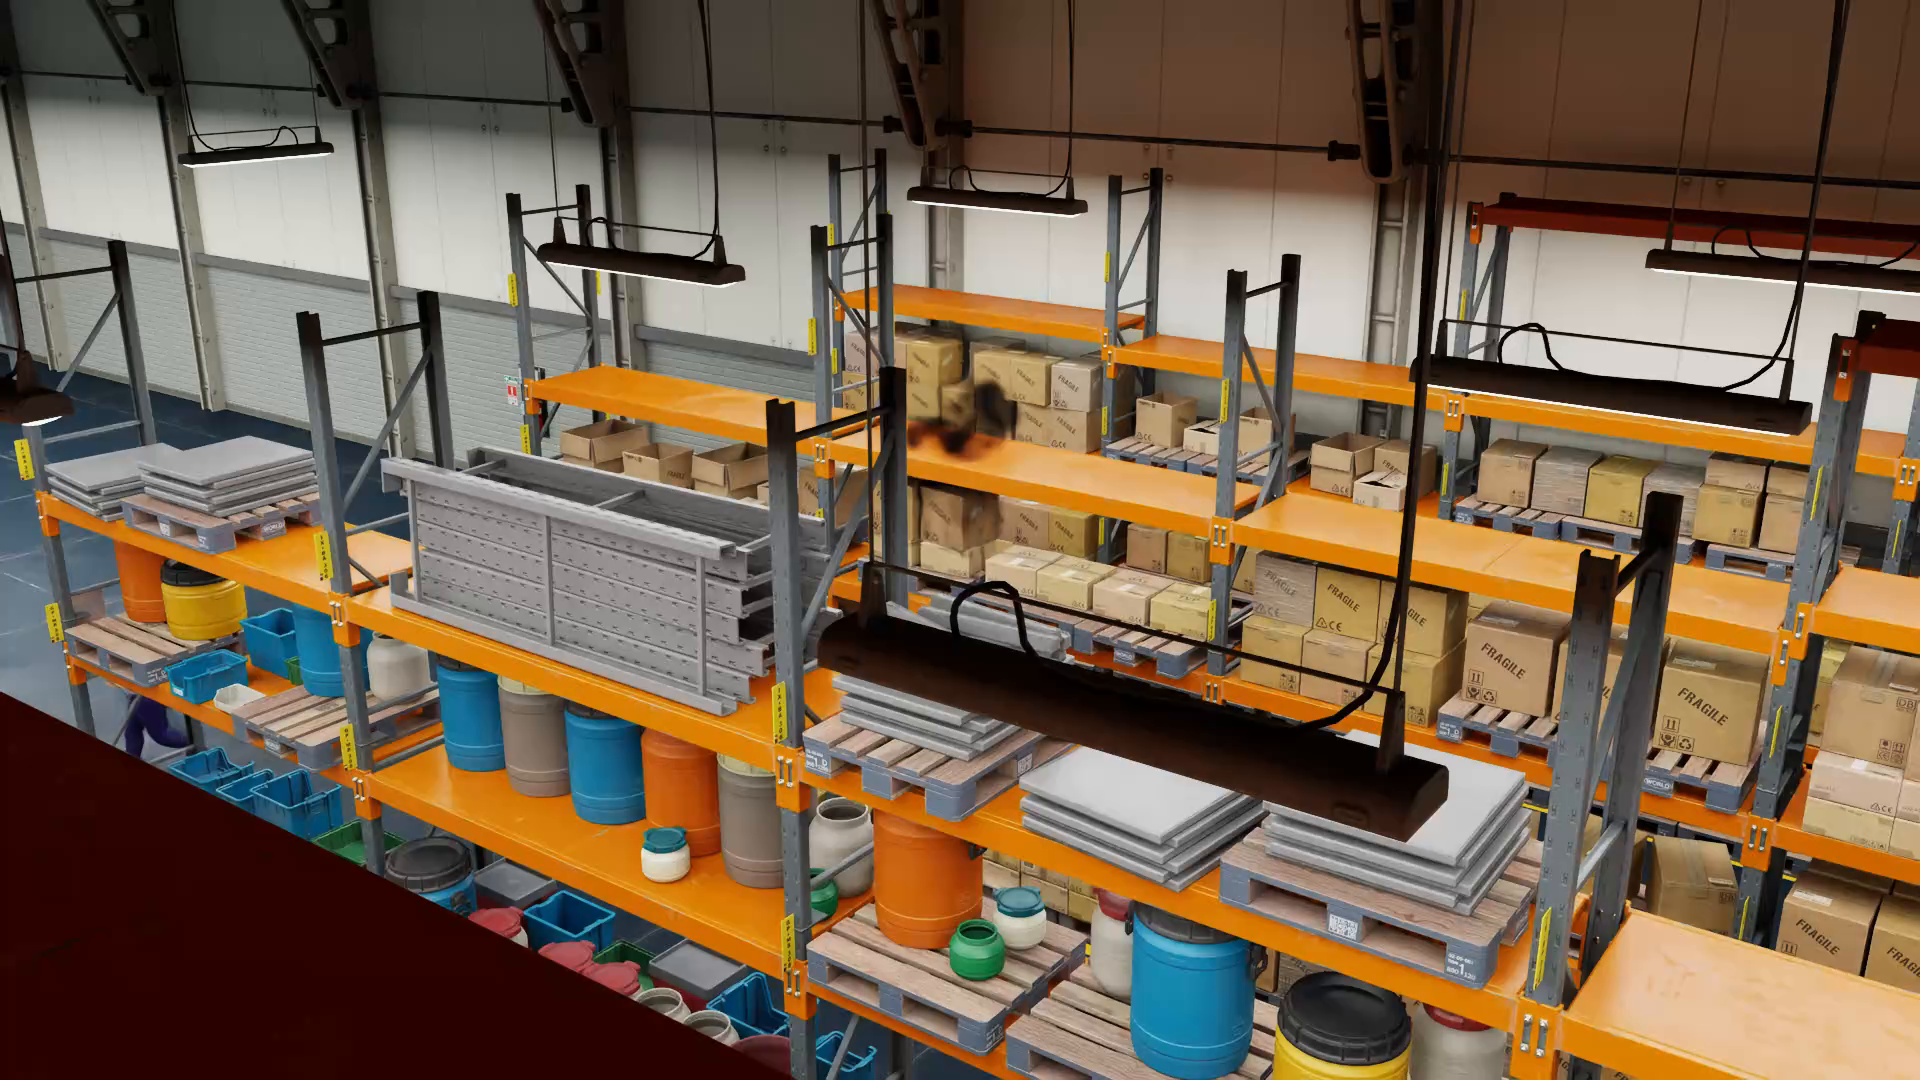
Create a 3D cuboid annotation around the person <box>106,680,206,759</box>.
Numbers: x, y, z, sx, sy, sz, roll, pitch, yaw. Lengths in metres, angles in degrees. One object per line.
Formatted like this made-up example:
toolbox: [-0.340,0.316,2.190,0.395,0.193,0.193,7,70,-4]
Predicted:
person: [-8.484,1.708,17.365,0.937,1.645,0.601,-12,22,-32]
